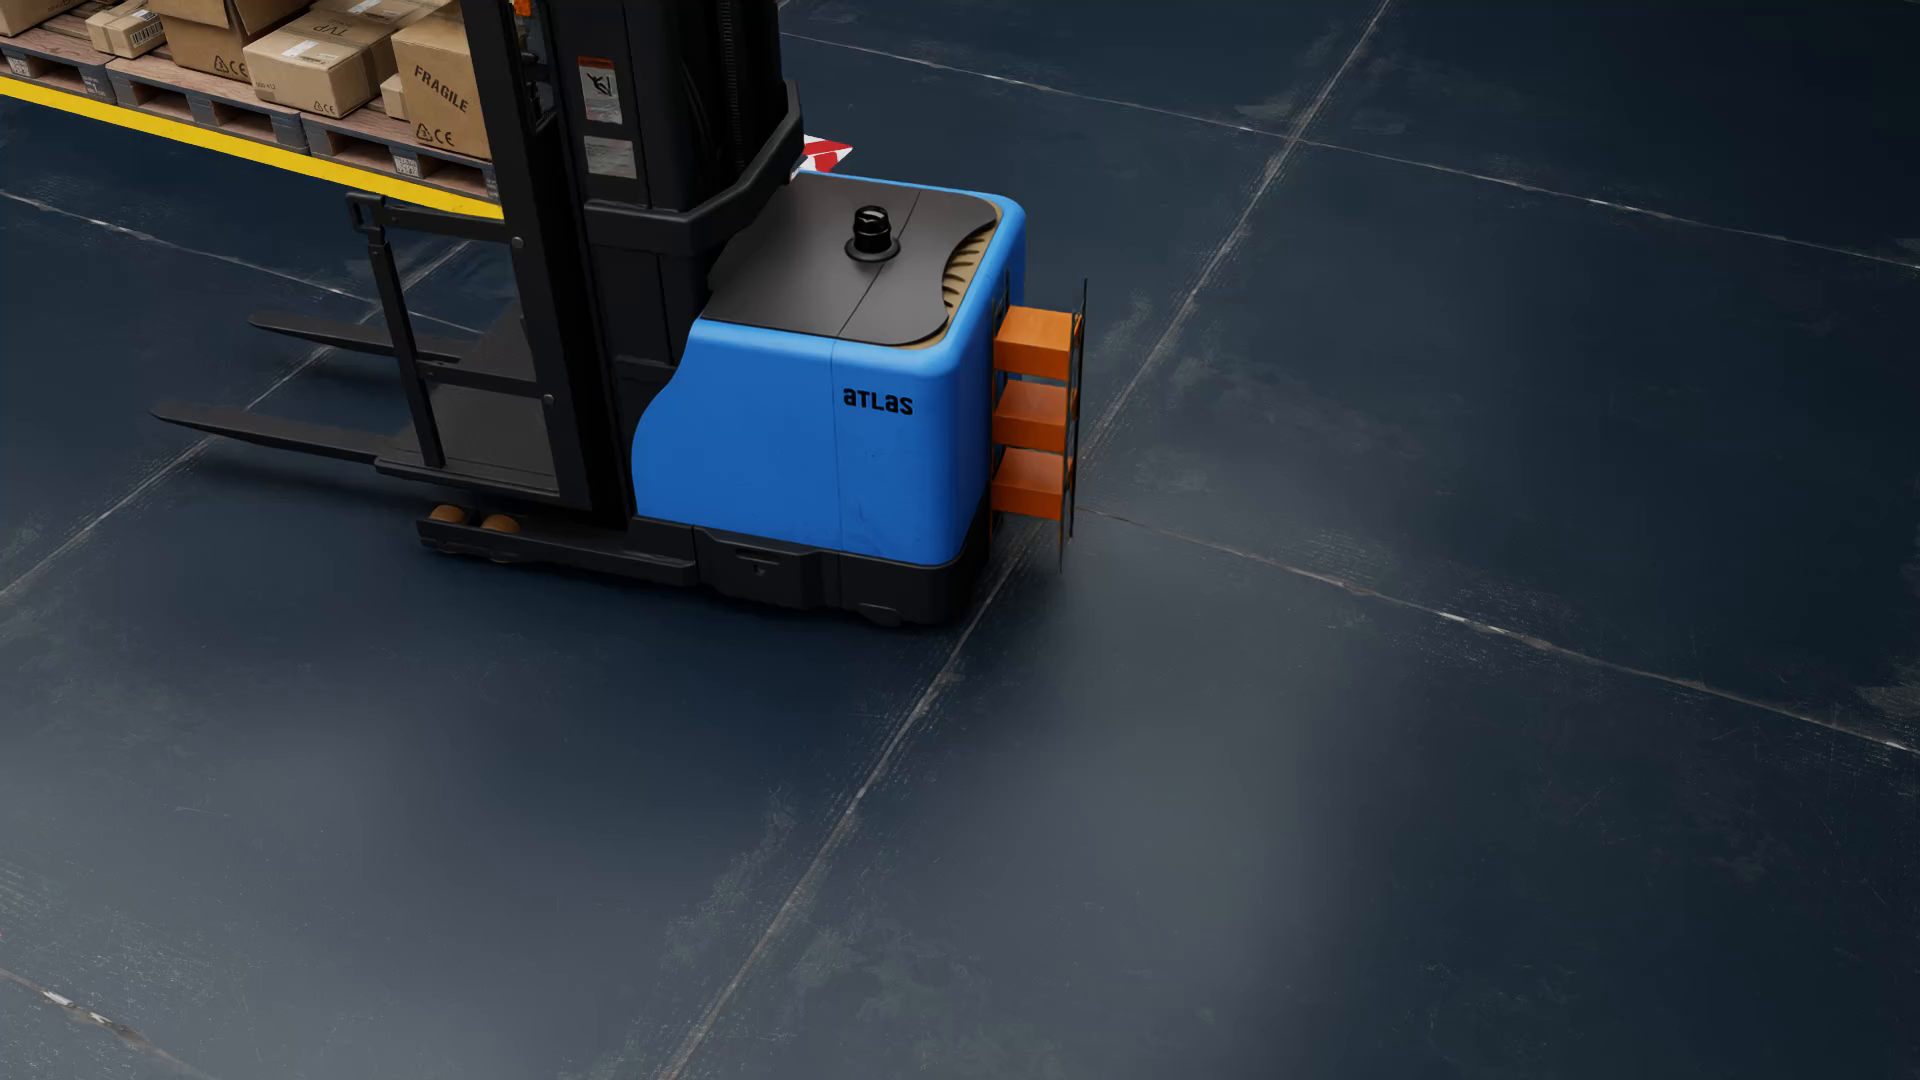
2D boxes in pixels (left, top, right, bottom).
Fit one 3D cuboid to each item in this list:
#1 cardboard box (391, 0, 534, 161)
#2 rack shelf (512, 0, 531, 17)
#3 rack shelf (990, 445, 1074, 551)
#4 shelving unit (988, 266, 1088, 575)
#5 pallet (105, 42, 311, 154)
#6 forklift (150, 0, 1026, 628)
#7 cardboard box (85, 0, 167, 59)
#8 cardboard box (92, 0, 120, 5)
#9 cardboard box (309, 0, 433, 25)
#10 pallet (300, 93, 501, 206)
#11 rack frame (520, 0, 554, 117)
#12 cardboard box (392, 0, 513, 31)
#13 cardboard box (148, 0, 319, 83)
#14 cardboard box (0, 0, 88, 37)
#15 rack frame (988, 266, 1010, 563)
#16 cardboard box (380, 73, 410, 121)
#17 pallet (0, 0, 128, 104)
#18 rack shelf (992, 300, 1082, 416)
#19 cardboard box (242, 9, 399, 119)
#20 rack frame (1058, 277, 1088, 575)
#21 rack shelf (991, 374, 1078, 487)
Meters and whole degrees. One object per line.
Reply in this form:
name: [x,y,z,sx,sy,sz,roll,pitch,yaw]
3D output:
cardboard box: [-2.123,-2.057,7.405,0.500,0.500,0.500,17,44,19]
rack shelf: [-3.338,-3.113,7.600,4.000,0.370,1.077,17,44,19]
rack shelf: [0.243,-0.145,5.556,0.240,0.259,0.215,10,42,11]
shelving unit: [0.243,-0.363,5.367,0.252,1.050,0.215,10,42,11]
pallet: [-3.419,-2.357,8.308,1.213,0.211,1.003,17,44,19]
forklift: [-1.346,-1.352,5.072,3.031,2.935,1.130,10,42,11]
cardboard box: [-4.074,-2.556,8.236,0.250,0.166,0.380,17,44,19]
cardboard box: [-4.515,-3.171,8.691,0.500,0.500,0.500,17,44,19]
cardboard box: [-2.805,-2.554,8.170,0.500,0.250,0.500,17,44,19]
pallet: [-2.318,-2.018,7.918,1.213,0.211,1.003,17,44,19]
rack frame: [-1.526,-2.831,6.726,0.127,3.000,1.000,17,44,19]
cardboard box: [-2.352,-2.415,8.010,0.500,0.250,0.500,17,44,19]
cardboard box: [-3.446,-2.644,8.081,0.637,0.503,0.797,17,44,19]
cardboard box: [-4.862,-2.844,8.458,0.500,0.311,0.500,17,44,19]
rack frame: [0.125,-0.383,5.391,0.008,1.050,0.200,10,42,11]
cardboard box: [-2.452,-2.096,7.706,0.250,0.166,0.380,17,44,19]
pallet: [-4.529,-2.694,8.697,1.213,0.211,1.003,17,44,19]
rack shelf: [0.243,-0.570,5.188,0.240,0.259,0.215,10,42,11]
cardboard box: [-2.971,-2.243,7.811,0.500,0.250,0.500,17,44,19]
rack frame: [0.360,-0.343,5.344,0.008,1.050,0.200,10,42,11]
rack shelf: [0.243,-0.355,5.374,0.240,0.259,0.215,10,42,11]
